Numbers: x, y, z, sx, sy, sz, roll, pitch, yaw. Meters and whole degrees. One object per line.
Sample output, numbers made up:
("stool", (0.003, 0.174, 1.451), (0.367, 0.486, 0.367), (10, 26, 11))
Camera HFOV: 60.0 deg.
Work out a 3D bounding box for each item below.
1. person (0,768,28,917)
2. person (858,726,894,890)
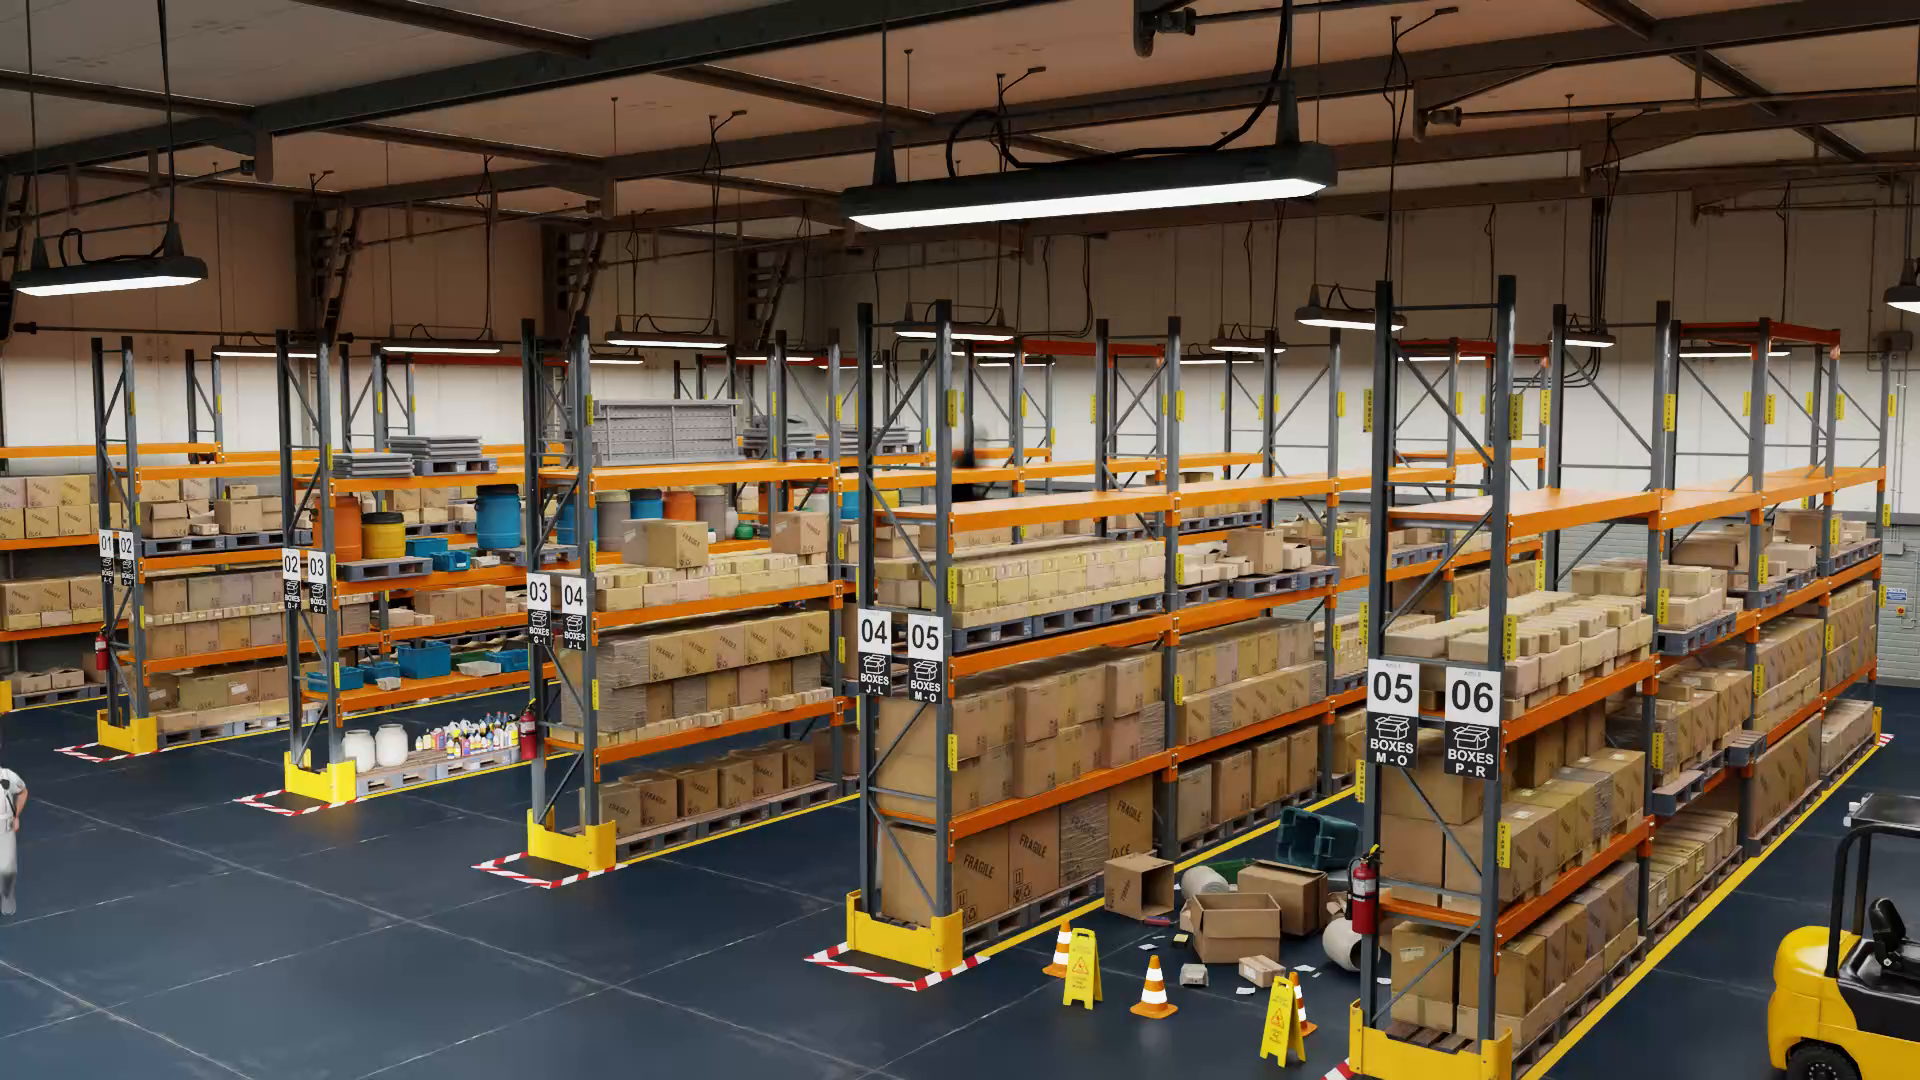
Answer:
("person", (-9.505, 2.872, 16.328), (0.640, 1.760, 0.645), (-3, 6, -29))
("person", (-0.786, 2.777, 17.517), (0.611, 1.678, 0.939), (3, 6, 31))
